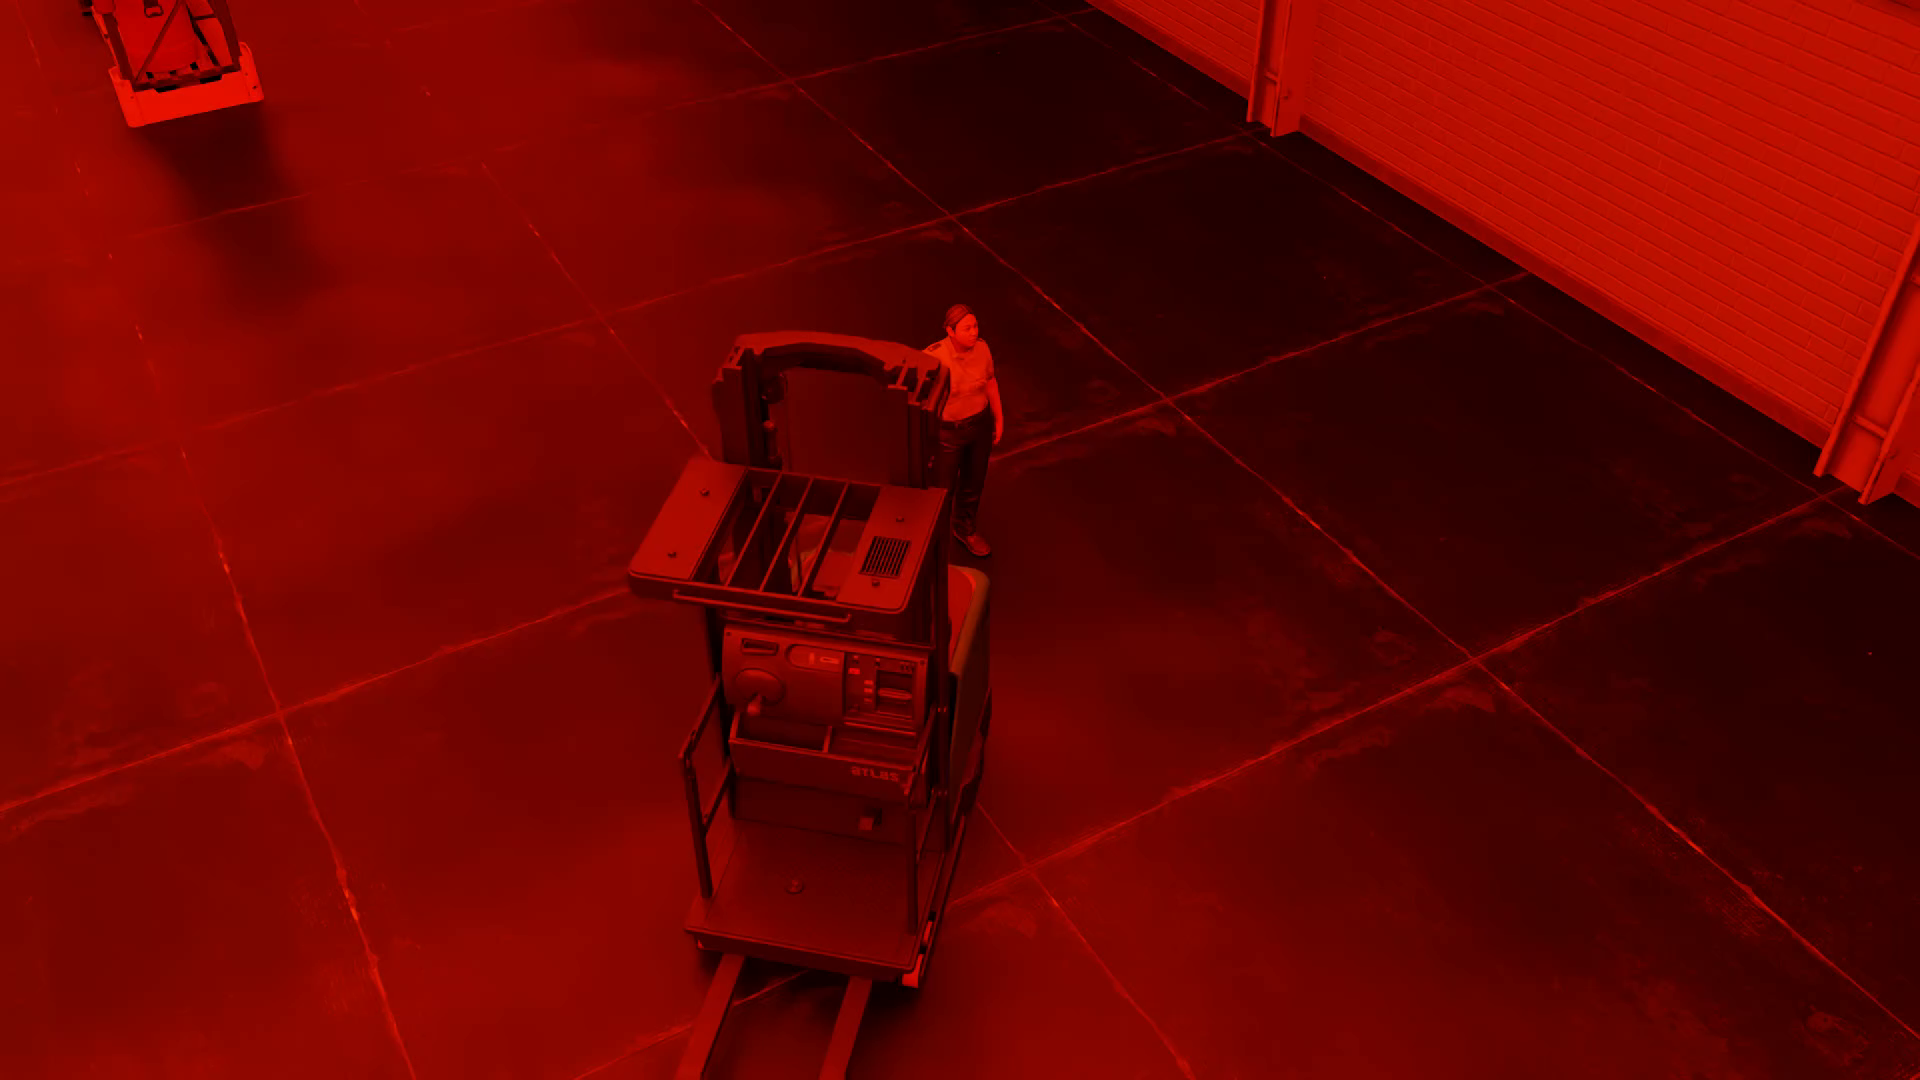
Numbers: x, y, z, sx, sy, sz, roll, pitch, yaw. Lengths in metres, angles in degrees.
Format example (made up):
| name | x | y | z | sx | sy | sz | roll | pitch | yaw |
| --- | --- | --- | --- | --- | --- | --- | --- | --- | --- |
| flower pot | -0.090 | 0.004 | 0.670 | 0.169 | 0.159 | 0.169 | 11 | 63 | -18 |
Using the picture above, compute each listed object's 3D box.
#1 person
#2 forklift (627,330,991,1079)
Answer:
| name | x | y | z | sx | sy | sz | roll | pitch | yaw |
| --- | --- | --- | --- | --- | --- | --- | --- | --- | --- |
| person | 0.025 | -0.582 | 9.733 | 0.598 | 1.651 | 0.502 | -20 | 44 | -23 |
| forklift | -0.642 | 0.704 | 7.188 | 1.130 | 2.935 | 3.031 | 8 | 40 | 9 |
